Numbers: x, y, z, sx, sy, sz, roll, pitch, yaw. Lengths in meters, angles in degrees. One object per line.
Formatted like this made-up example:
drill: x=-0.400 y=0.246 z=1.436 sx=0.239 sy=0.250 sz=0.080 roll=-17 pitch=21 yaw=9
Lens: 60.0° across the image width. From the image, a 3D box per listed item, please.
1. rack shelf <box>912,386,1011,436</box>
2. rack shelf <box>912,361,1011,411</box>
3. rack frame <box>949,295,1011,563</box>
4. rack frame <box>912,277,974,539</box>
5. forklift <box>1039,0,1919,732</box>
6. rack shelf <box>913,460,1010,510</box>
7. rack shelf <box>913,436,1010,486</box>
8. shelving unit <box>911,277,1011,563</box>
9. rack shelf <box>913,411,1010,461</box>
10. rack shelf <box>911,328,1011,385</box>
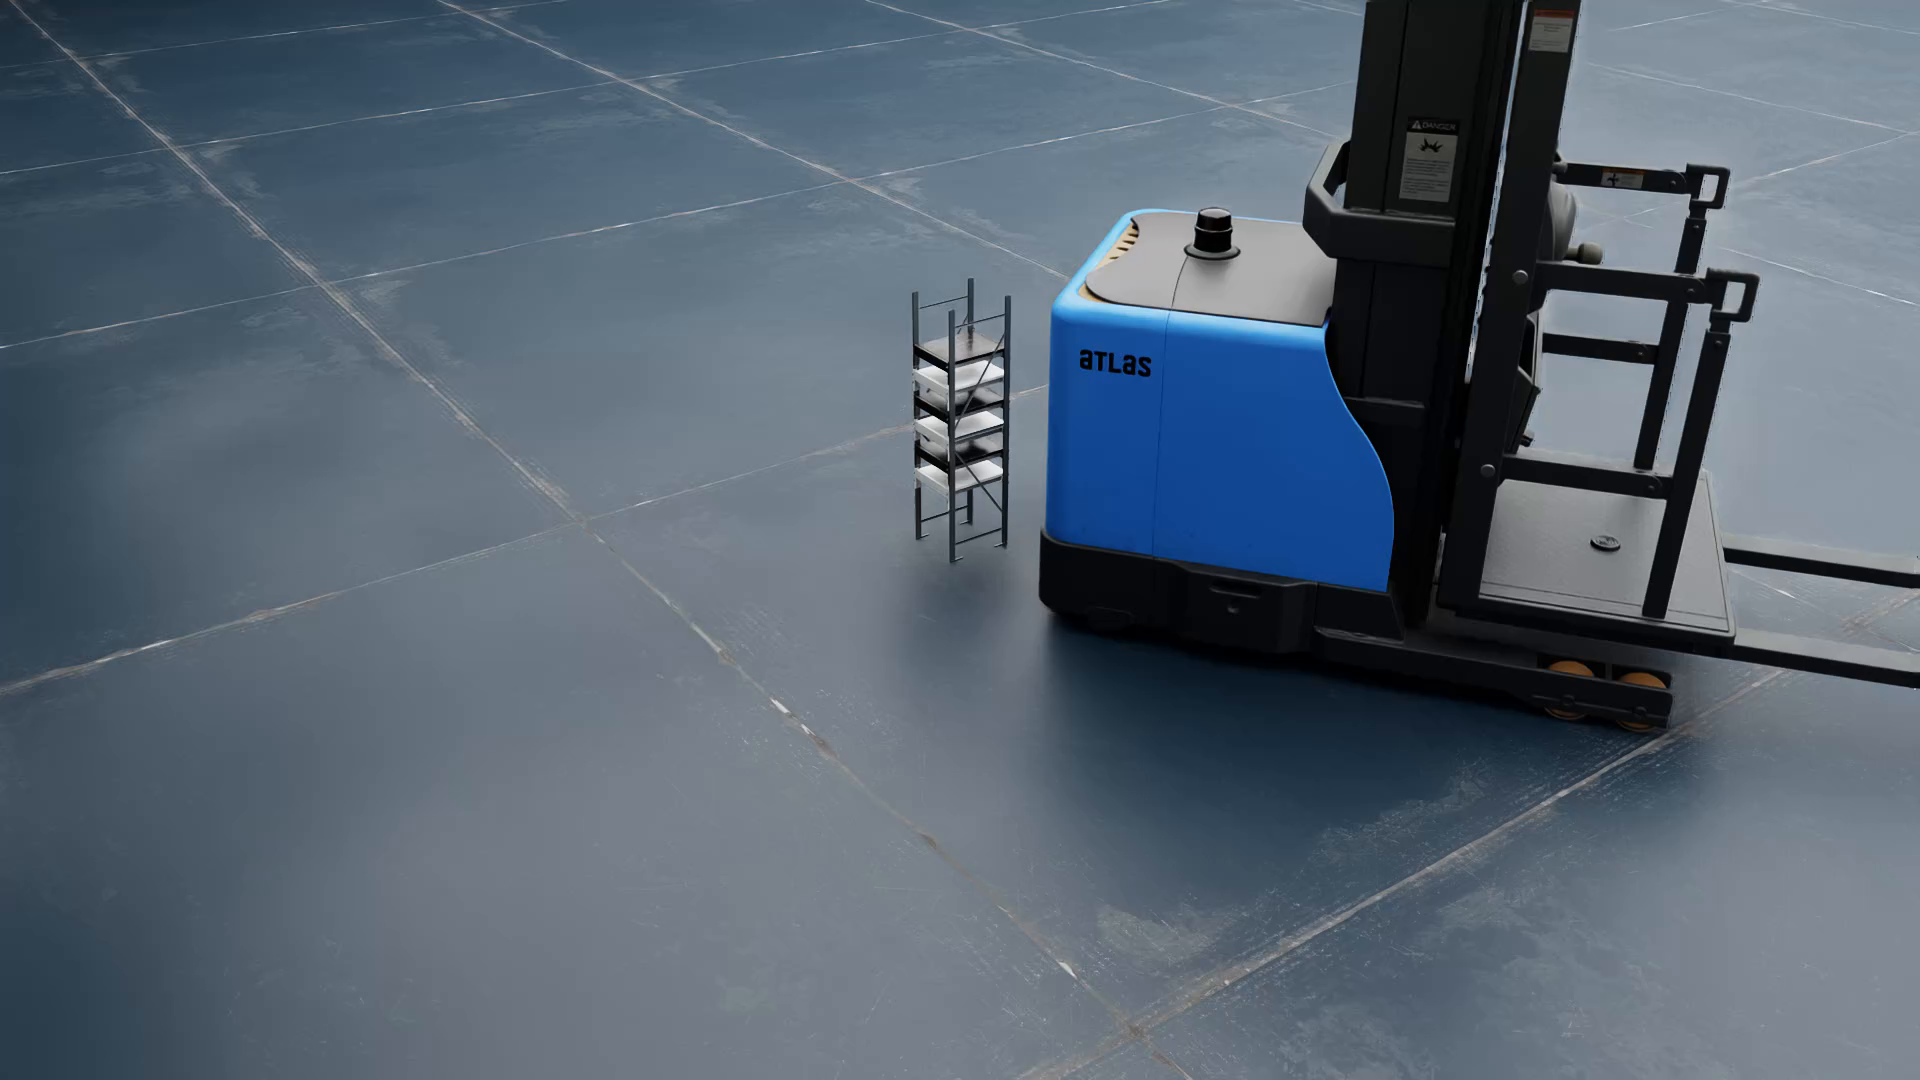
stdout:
rack shelf: x=0.005 y=-0.442 z=5.502 sx=0.258 sy=0.077 sz=0.200 roll=-19 pitch=34 yaw=-31
rack shelf: x=0.005 y=-0.521 z=5.459 sx=0.258 sy=0.077 sz=0.200 roll=-19 pitch=34 yaw=-31
rack frame: x=0.064 y=-0.353 z=5.457 sx=0.240 sy=0.900 sz=0.006 roll=-19 pitch=34 yaw=-31
rack frame: x=-0.054 y=-0.432 z=5.602 sx=0.240 sy=0.900 sz=0.006 roll=-19 pitch=34 yaw=-31
forklift: x=1.825 y=-1.026 z=4.568 sx=3.031 sy=2.935 sz=1.130 roll=9 pitch=30 yaw=16
rack shelf: x=0.005 y=-0.205 z=5.631 sx=0.258 sy=0.077 sz=0.200 roll=-19 pitch=34 yaw=-31
rack shelf: x=0.005 y=-0.284 z=5.588 sx=0.258 sy=0.077 sz=0.200 roll=-19 pitch=34 yaw=-31
shelving unit: x=0.005 y=-0.392 z=5.529 sx=0.258 sy=0.900 sz=0.210 roll=-19 pitch=34 yaw=-31
rack shelf: x=0.005 y=-0.363 z=5.545 sx=0.258 sy=0.077 sz=0.200 roll=-19 pitch=34 yaw=-31
rack shelf: x=0.005 y=-0.600 z=5.416 sx=0.258 sy=0.077 sz=0.200 roll=-19 pitch=34 yaw=-31
